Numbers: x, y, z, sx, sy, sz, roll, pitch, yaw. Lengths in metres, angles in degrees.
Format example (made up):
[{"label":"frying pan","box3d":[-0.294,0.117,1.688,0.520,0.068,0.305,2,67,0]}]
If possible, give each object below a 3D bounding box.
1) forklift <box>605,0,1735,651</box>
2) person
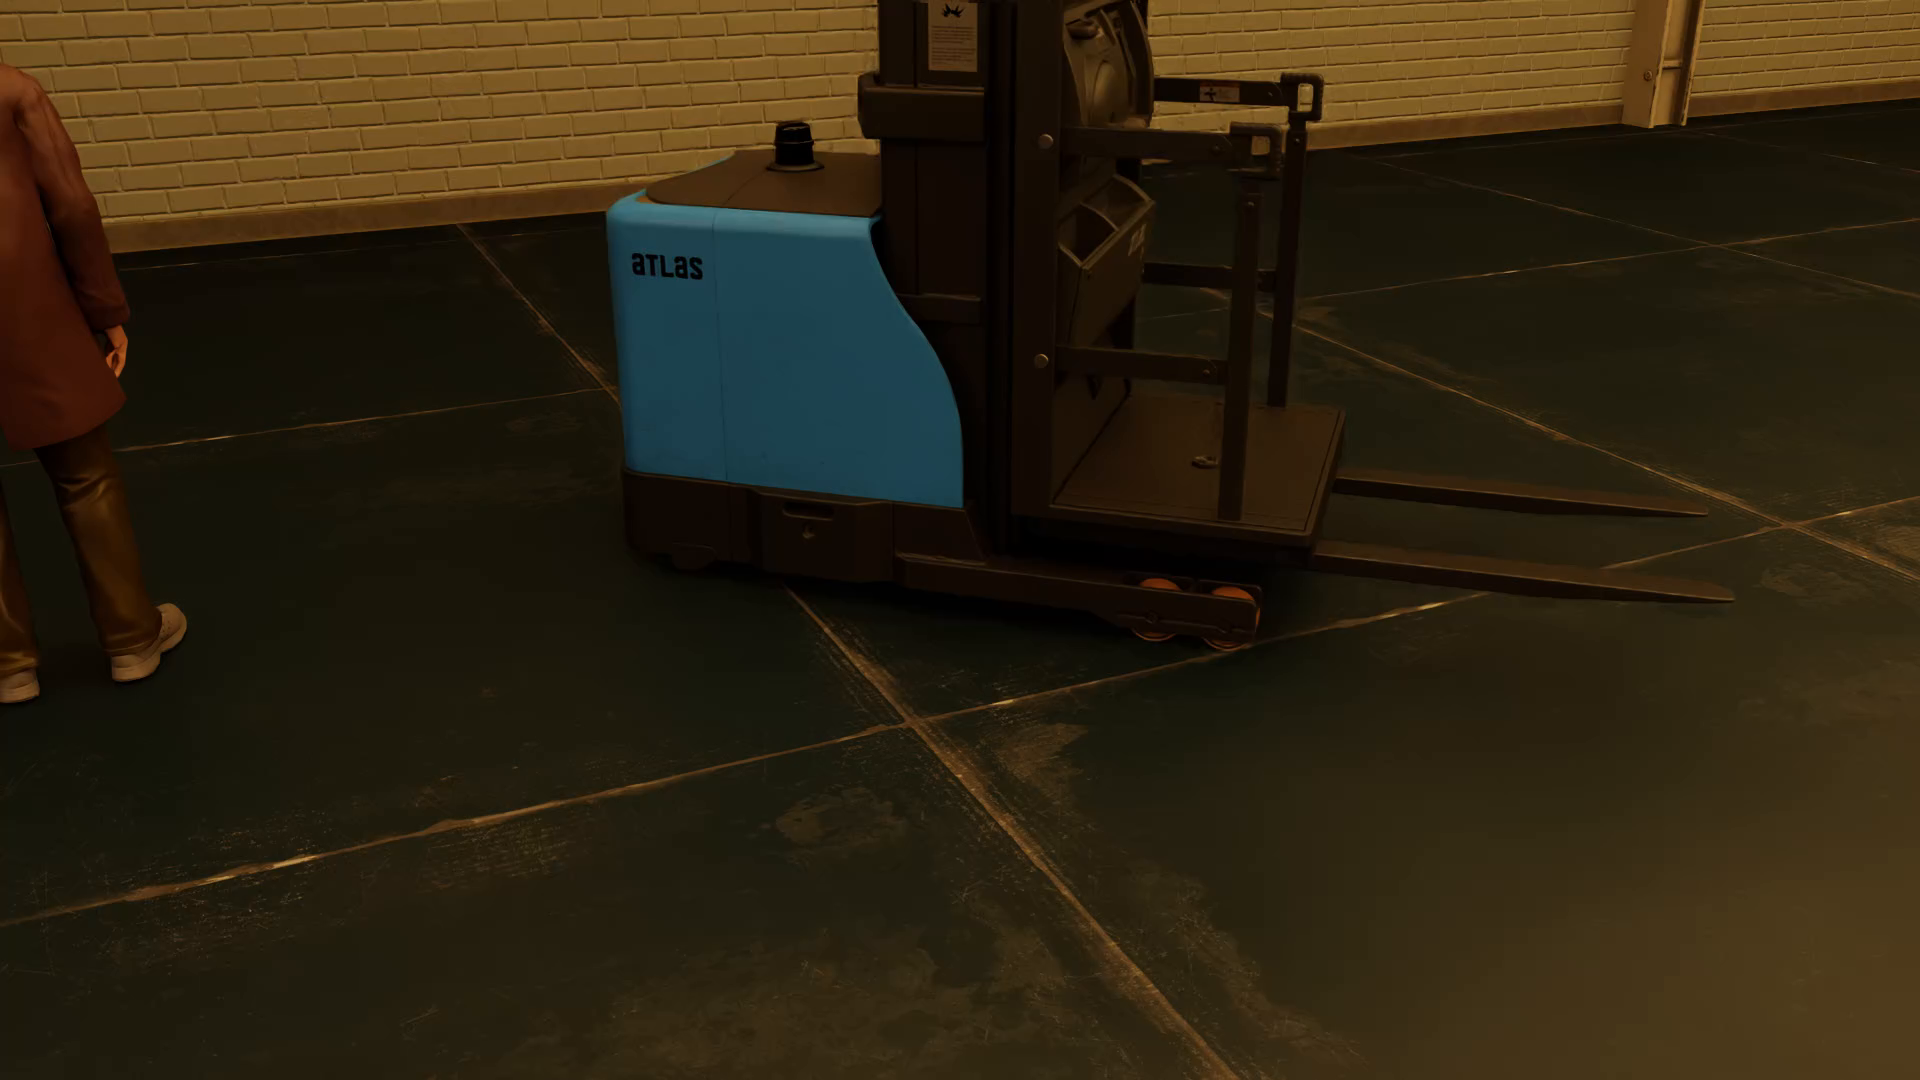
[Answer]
[{"label":"forklift","box3d":[0.587,-1.288,4.386,3.031,2.935,1.130,7,23,16]},{"label":"person","box3d":[-2.319,-0.475,3.938,0.652,1.773,0.428,-10,25,-24]}]
